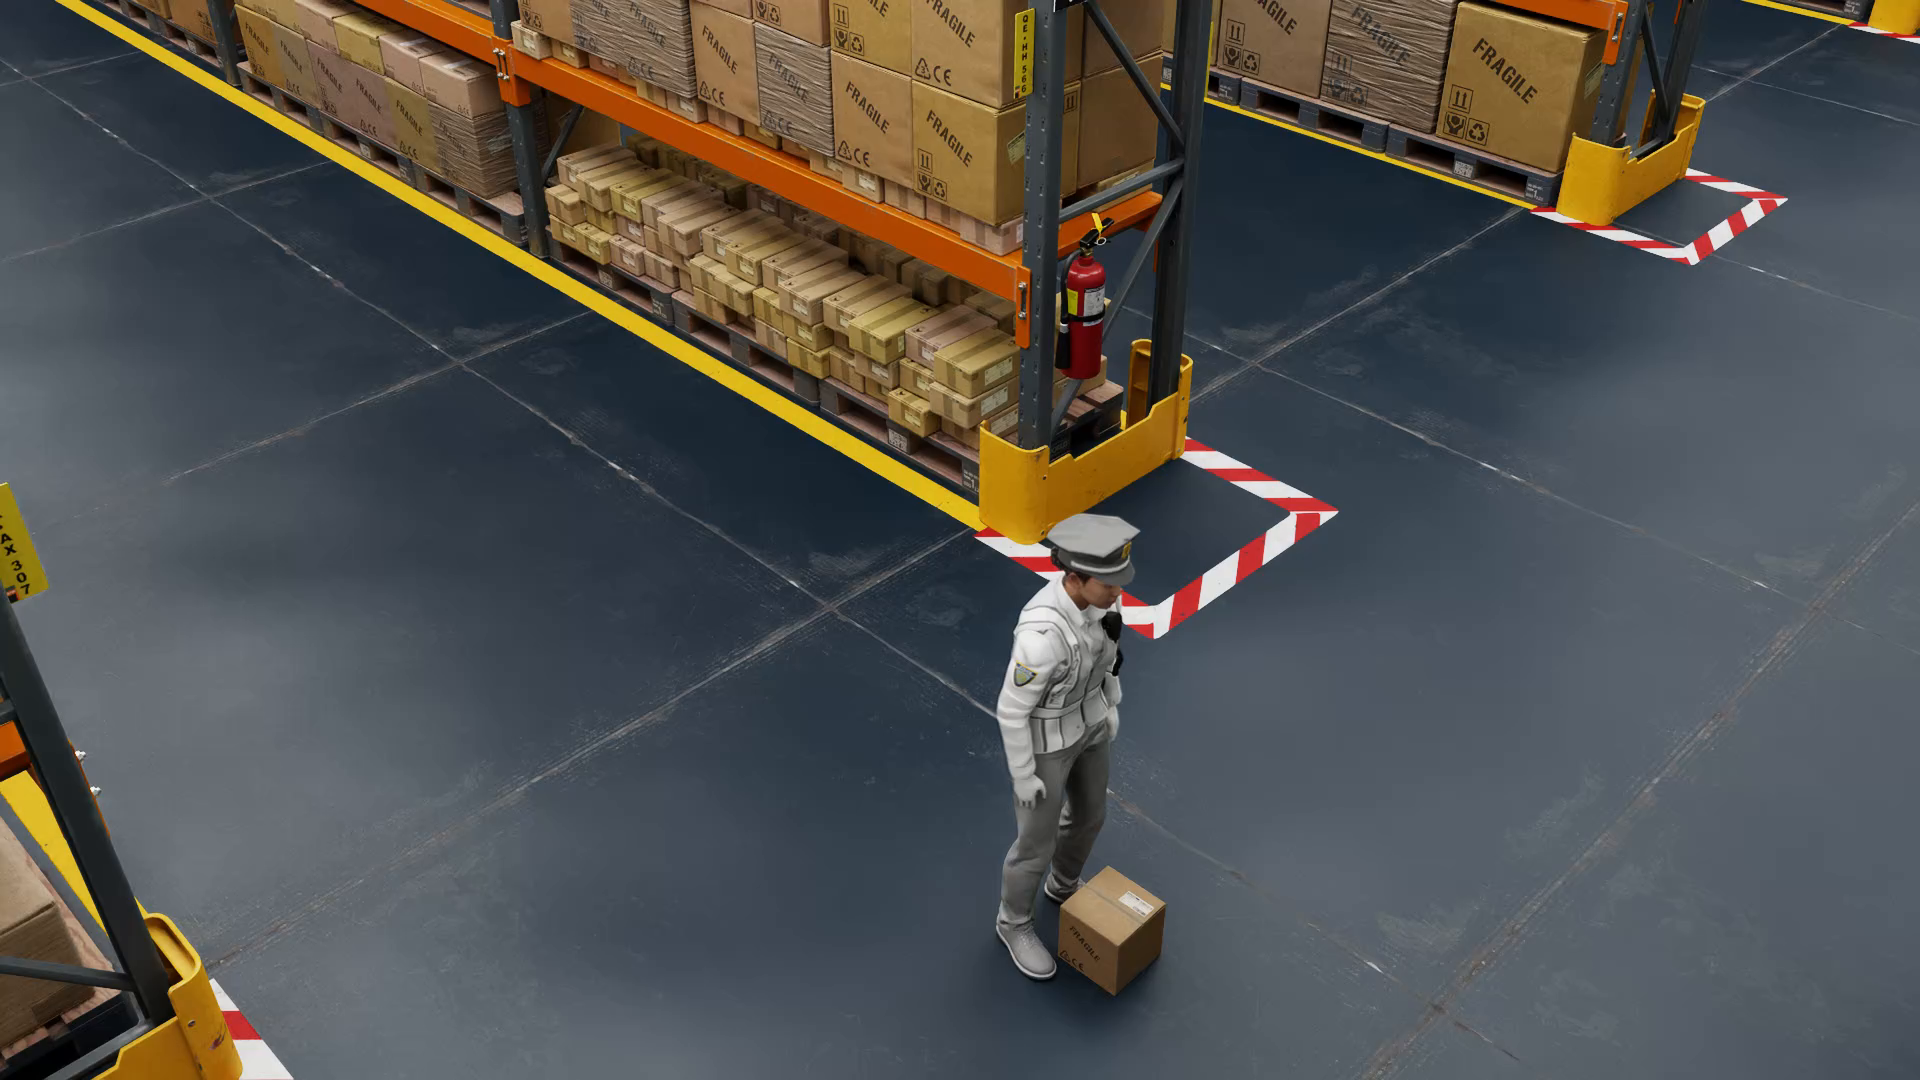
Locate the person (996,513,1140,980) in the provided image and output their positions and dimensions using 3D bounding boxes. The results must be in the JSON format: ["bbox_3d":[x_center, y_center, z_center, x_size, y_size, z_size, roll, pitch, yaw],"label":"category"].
[{"bbox_3d":[0.329,0.628,5.269,0.374,1.662,0.538,27,44,33],"label":"person"}]
